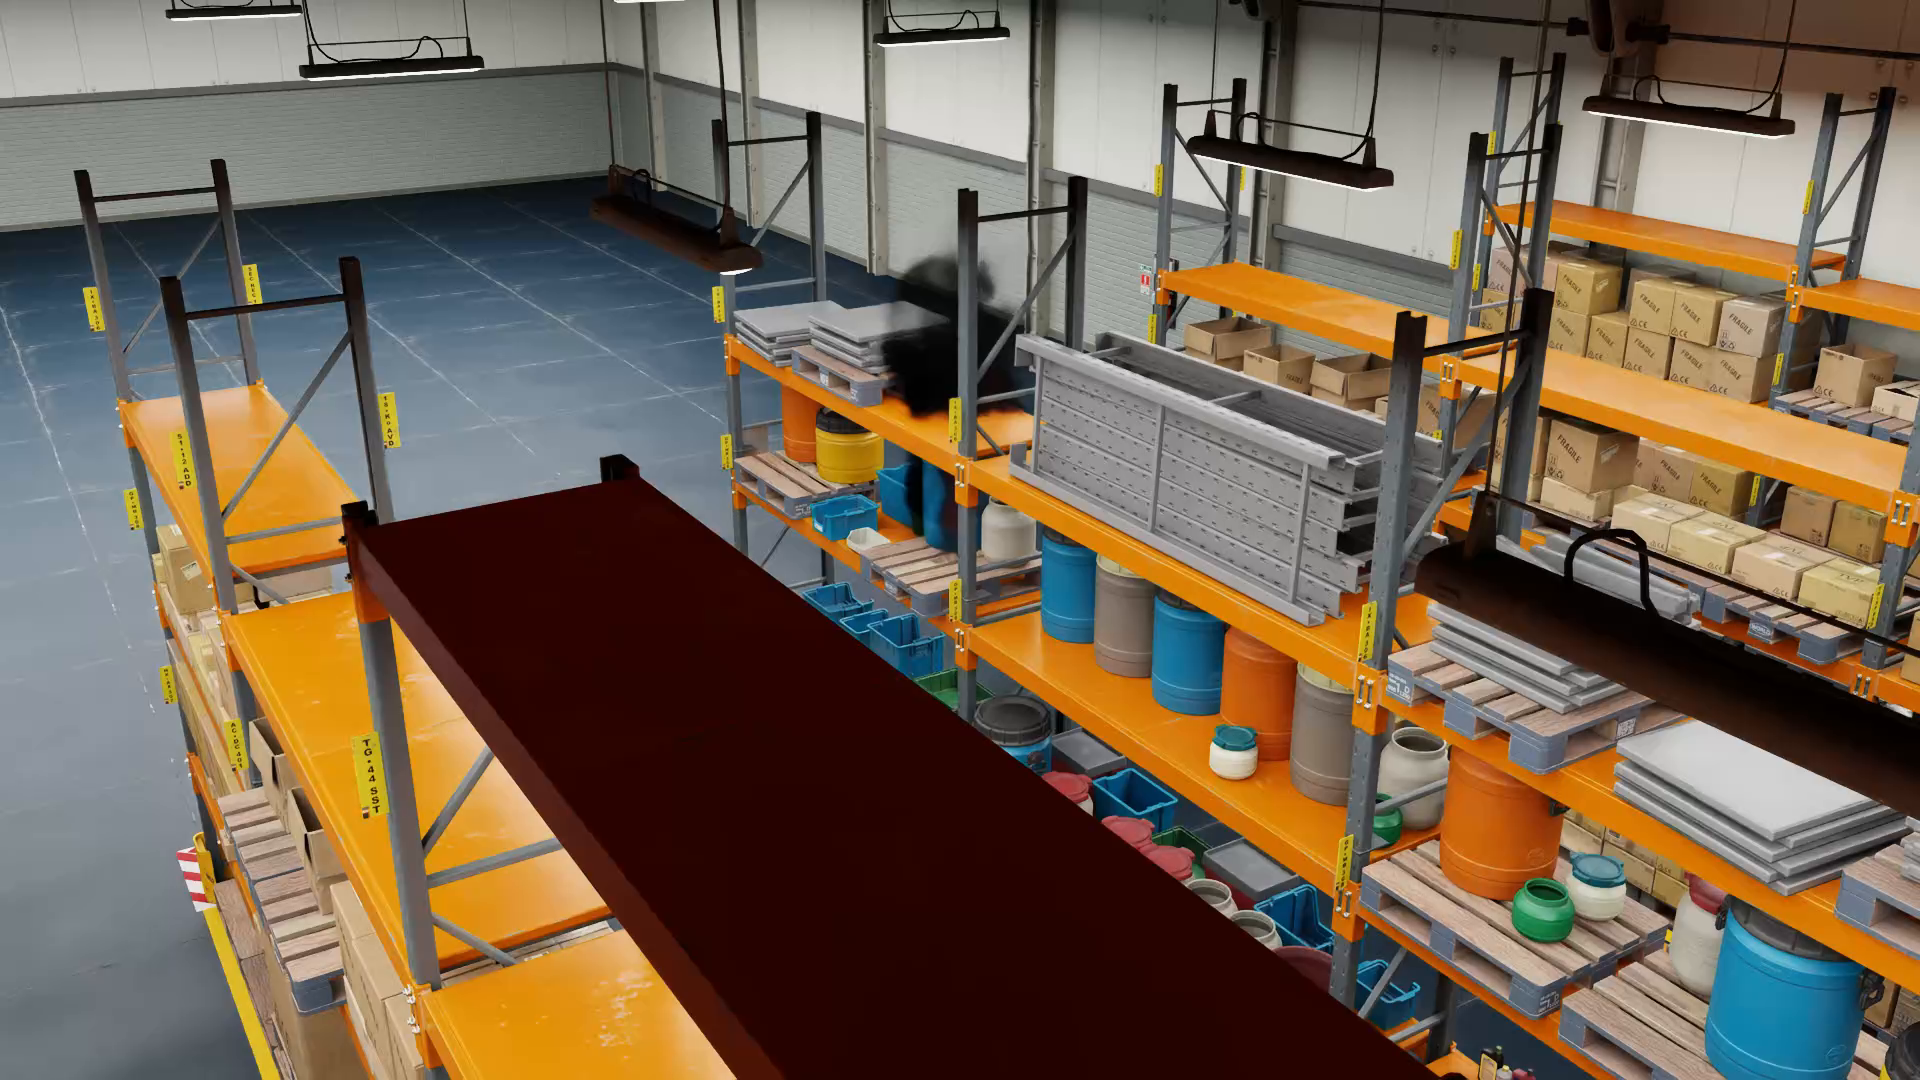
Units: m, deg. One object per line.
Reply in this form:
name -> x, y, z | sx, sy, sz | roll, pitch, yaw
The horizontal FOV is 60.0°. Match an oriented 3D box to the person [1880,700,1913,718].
person -> 8.154, 1.807, 14.657 | 0.589, 1.648, 0.528 | -15, 26, -32
